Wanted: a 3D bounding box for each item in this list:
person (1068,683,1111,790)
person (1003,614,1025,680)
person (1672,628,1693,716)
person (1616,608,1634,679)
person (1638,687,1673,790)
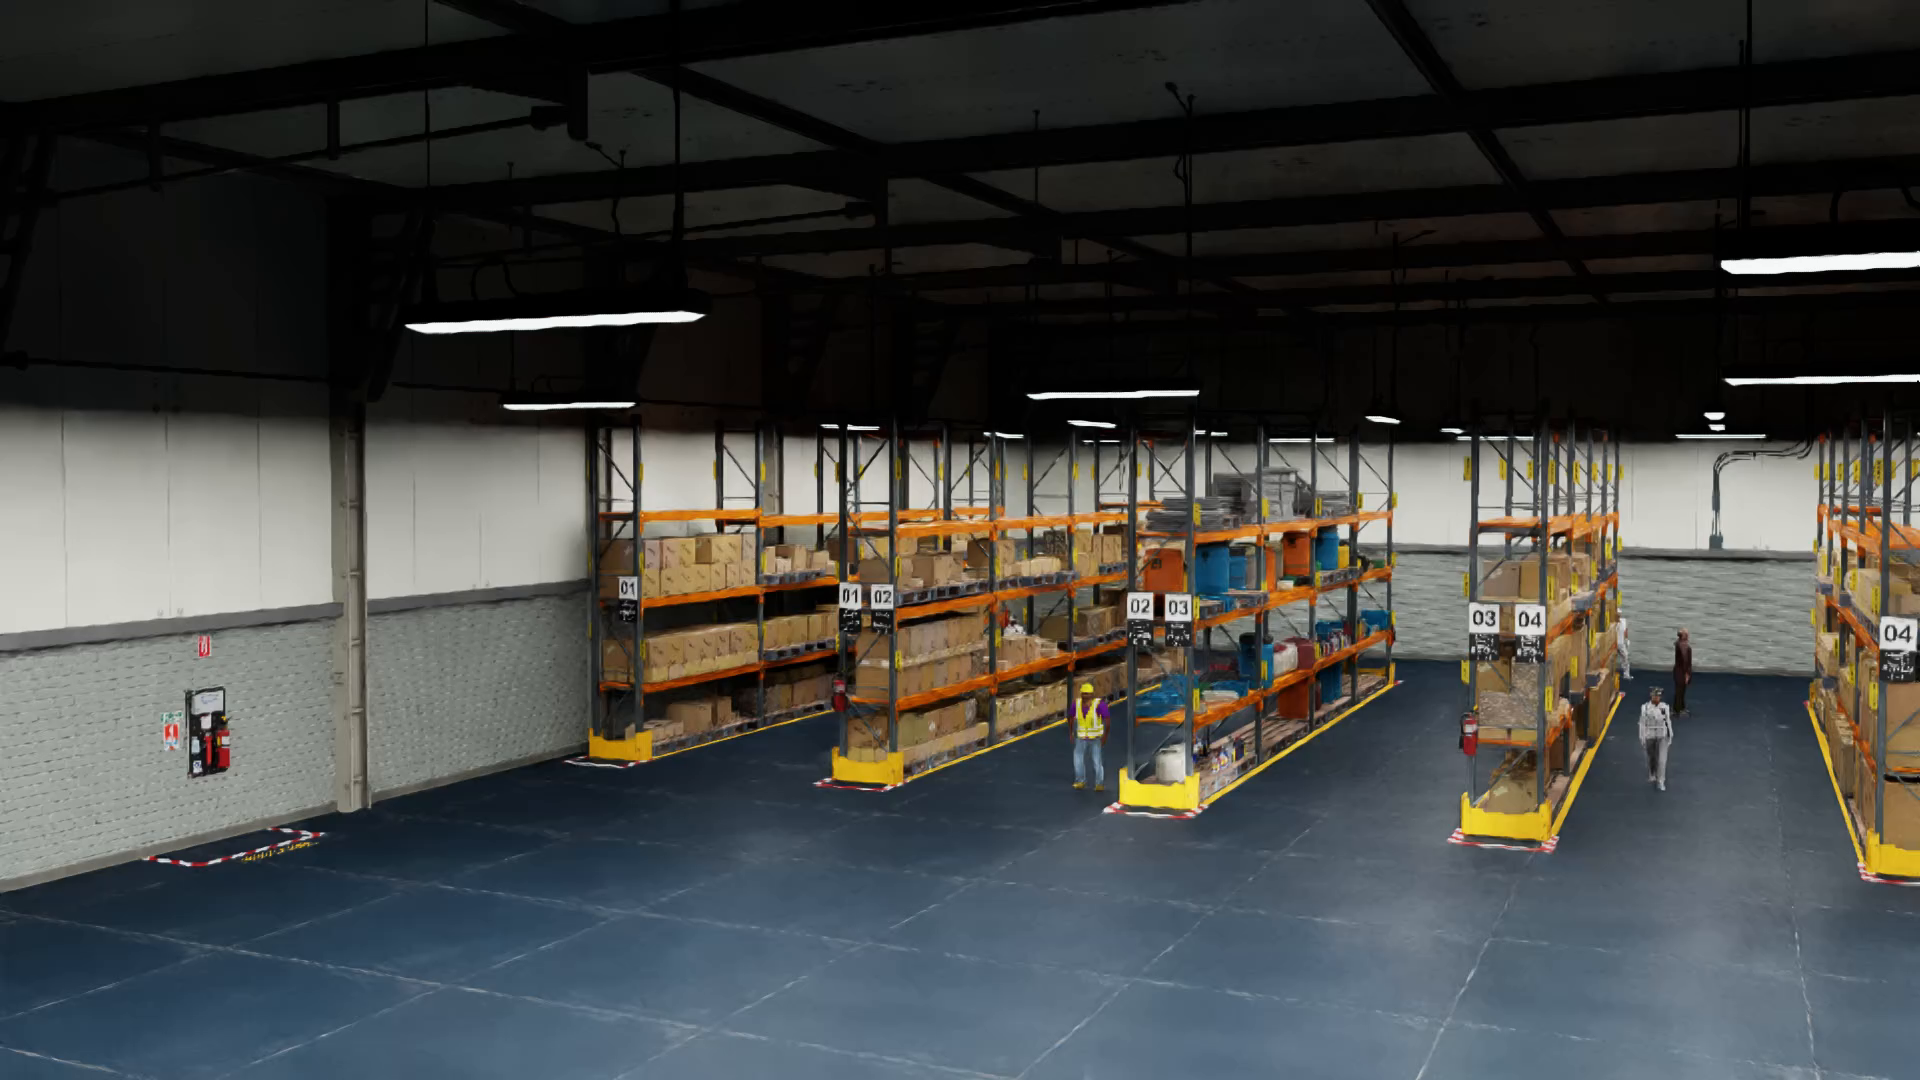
[{"bbox_3d":[2.015,3.079,26.080,0.719,1.715,0.578,1,3,25],"label":"person"},{"bbox_3d":[1.293,2.565,39.669,0.592,1.629,0.531,1,3,23],"label":"person"},{"bbox_3d":[14.811,2.690,34.035,0.444,1.781,0.670,1,2,13],"label":"person"},{"bbox_3d":[15.854,2.484,40.213,0.701,1.718,0.849,0,2,8],"label":"person"},{"bbox_3d":[11.010,3.103,26.344,0.495,1.589,1.086,1,3,27],"label":"person"}]
